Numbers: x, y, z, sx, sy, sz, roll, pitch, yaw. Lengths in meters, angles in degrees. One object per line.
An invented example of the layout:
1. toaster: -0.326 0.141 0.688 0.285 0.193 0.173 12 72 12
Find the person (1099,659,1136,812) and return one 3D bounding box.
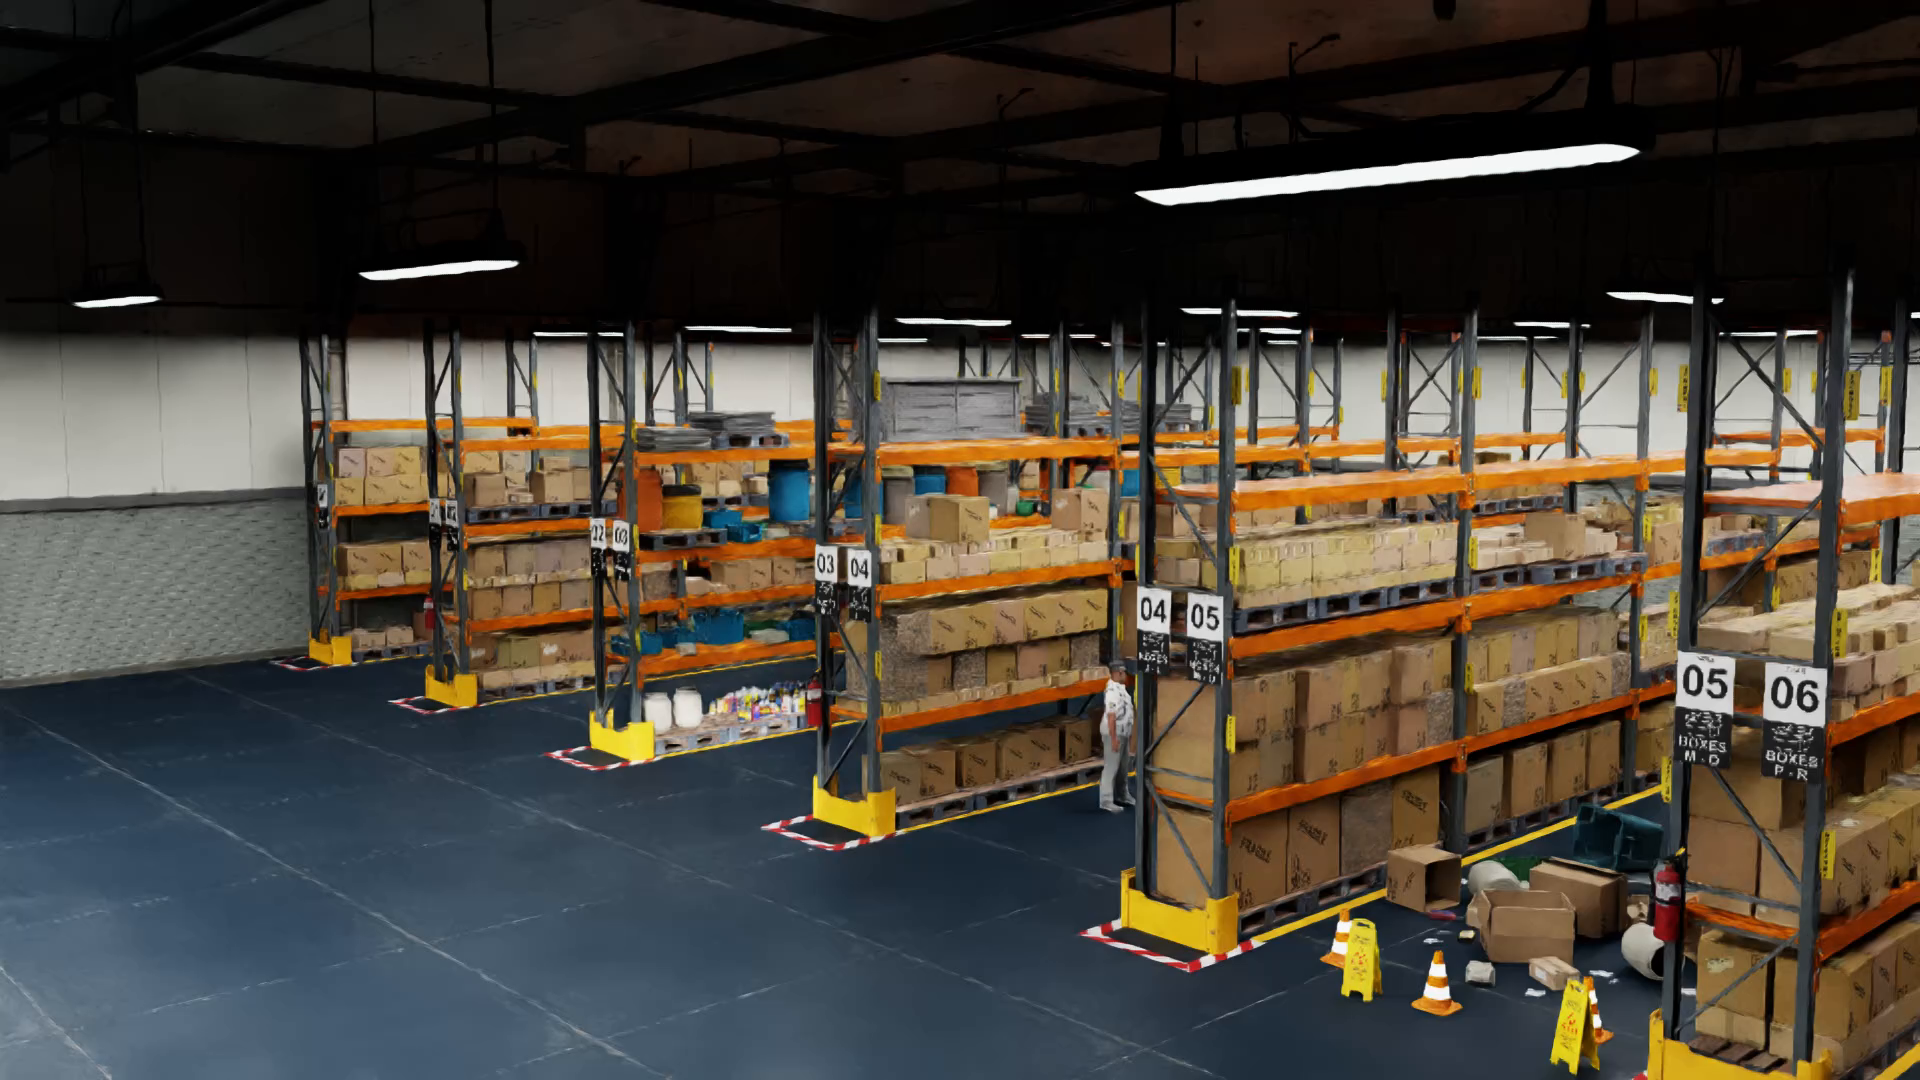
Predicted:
1. person: 1.889 2.294 19.686 0.475 1.762 0.595 2 6 16
